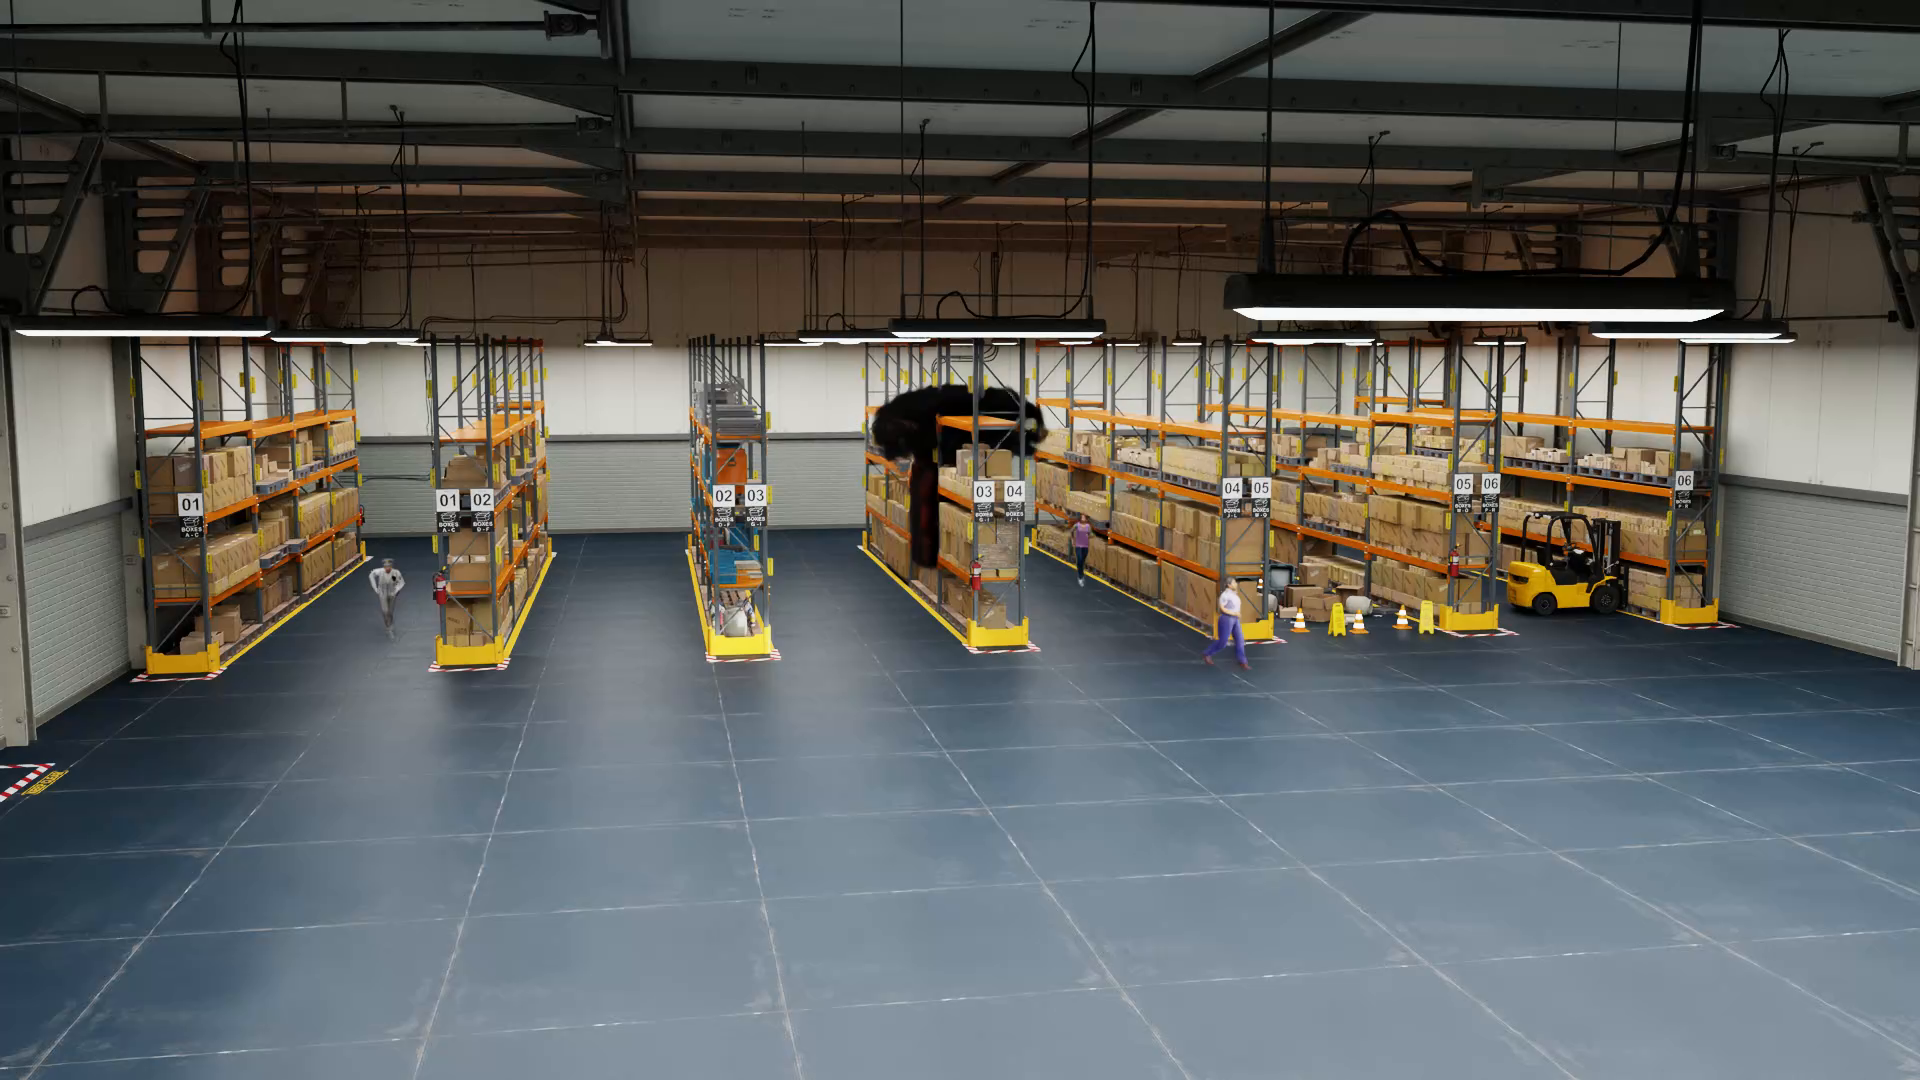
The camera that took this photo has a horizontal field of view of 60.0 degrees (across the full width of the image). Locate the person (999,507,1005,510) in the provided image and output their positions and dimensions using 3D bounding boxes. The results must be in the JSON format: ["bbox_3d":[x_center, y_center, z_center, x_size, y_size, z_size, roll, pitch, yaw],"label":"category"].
[{"bbox_3d":[1.075,-0.250,45.157,0.607,1.705,0.802,-1,7,-6],"label":"person"}]

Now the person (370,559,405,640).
[{"bbox_3d":[-11.453,1.147,33.301,0.656,1.627,0.980,-2,7,-17],"label":"person"}]

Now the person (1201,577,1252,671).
[{"bbox_3d":[4.840,1.491,29.857,0.950,1.652,0.645,5,8,35],"label":"person"}]

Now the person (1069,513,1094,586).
[{"bbox_3d":[2.843,0.209,38.742,0.508,1.685,0.697,-2,7,-15],"label":"person"}]

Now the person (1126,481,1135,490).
[{"bbox_3d":[5.211,-0.960,51.028,0.783,1.723,0.691,-4,8,-30],"label":"person"}]
